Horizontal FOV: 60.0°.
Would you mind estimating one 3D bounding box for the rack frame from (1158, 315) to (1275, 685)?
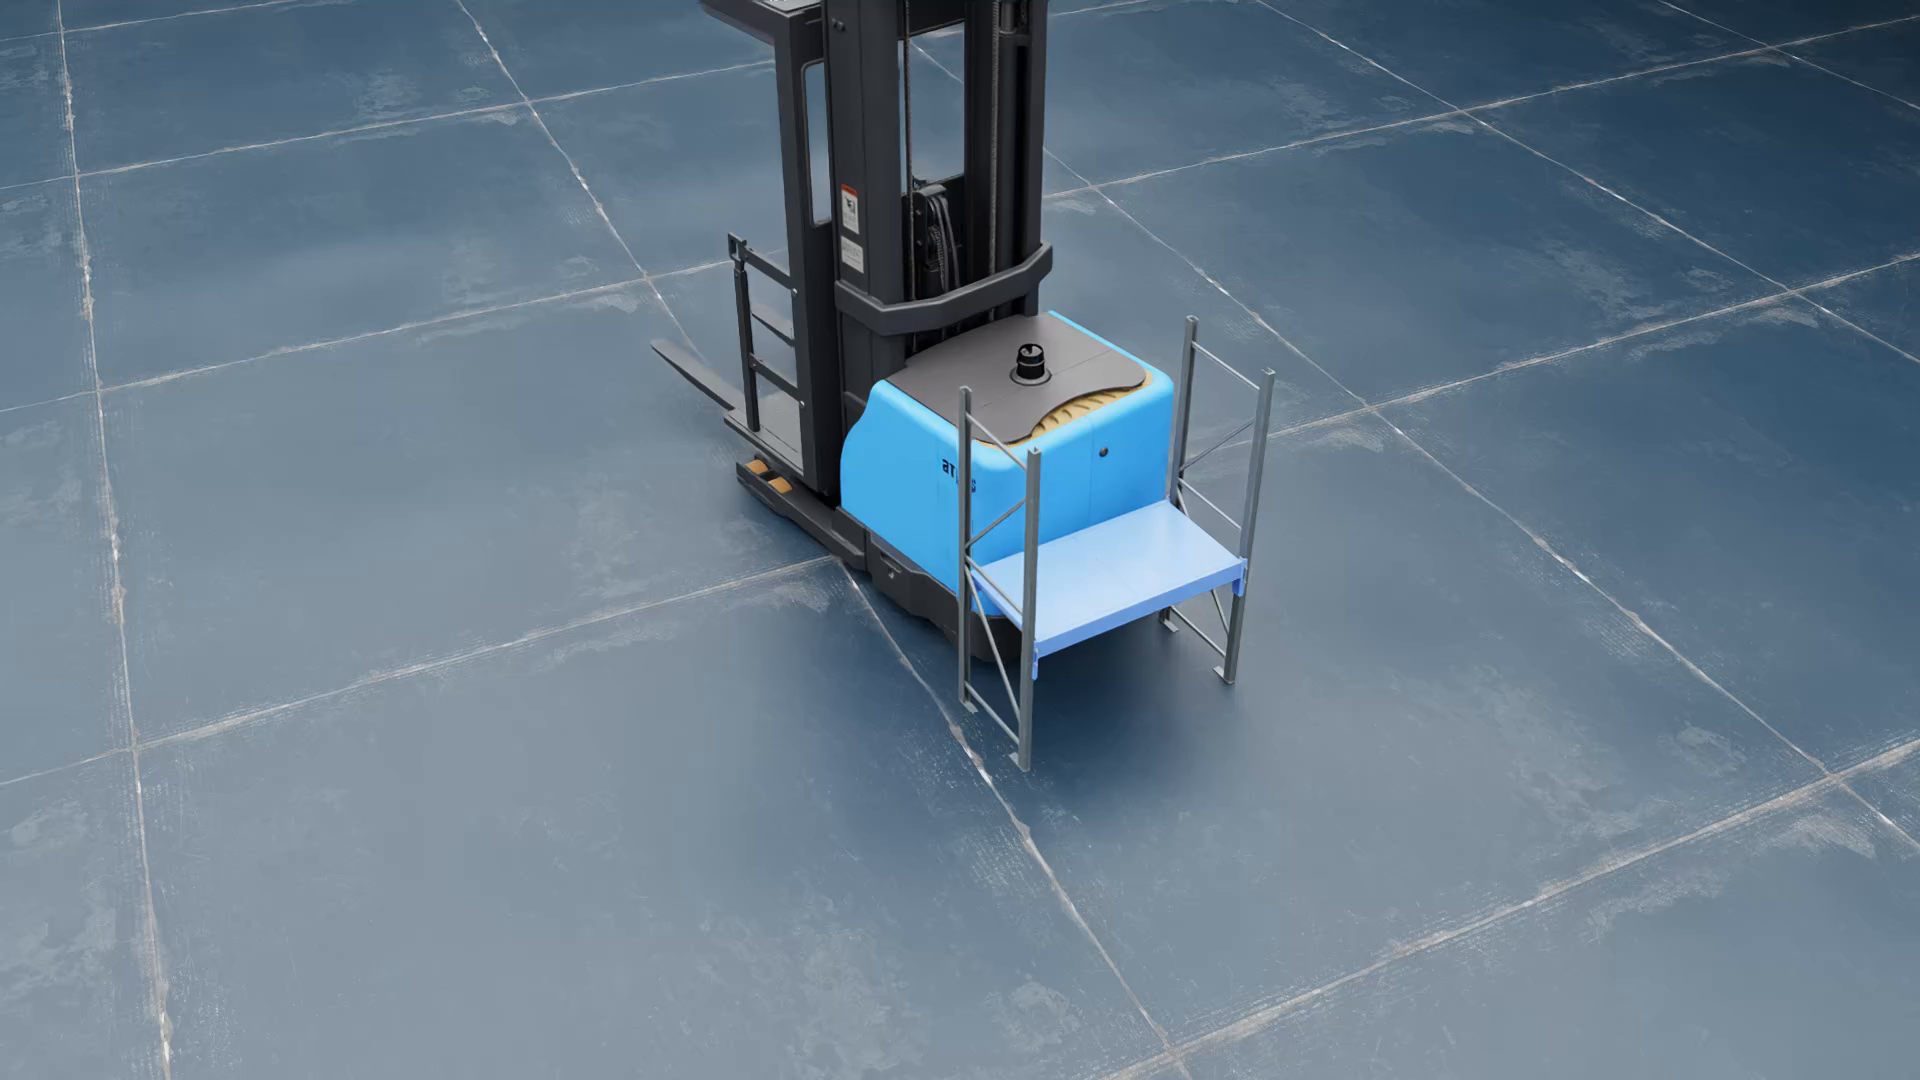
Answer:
[{"bbox_3d":[1.008,-0.131,6.668,0.032,1.500,0.500,-20,41,-24],"label":"rack frame"}]

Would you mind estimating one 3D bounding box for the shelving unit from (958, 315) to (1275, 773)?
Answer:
[{"bbox_3d":[0.572,0.024,6.458,1.048,1.500,0.538,-20,41,-24],"label":"shelving unit"}]

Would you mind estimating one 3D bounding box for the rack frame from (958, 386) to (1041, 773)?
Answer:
[{"bbox_3d":[0.135,0.180,6.249,0.032,1.500,0.500,-20,41,-24],"label":"rack frame"}]

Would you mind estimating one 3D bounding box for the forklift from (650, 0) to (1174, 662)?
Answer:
[{"bbox_3d":[-0.422,-1.477,7.281,1.130,2.935,3.031,-26,44,-31],"label":"forklift"}]

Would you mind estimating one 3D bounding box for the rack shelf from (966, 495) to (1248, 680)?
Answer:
[{"bbox_3d":[0.572,0.169,6.565,1.000,0.185,0.538,-20,41,-24],"label":"rack shelf"}]
